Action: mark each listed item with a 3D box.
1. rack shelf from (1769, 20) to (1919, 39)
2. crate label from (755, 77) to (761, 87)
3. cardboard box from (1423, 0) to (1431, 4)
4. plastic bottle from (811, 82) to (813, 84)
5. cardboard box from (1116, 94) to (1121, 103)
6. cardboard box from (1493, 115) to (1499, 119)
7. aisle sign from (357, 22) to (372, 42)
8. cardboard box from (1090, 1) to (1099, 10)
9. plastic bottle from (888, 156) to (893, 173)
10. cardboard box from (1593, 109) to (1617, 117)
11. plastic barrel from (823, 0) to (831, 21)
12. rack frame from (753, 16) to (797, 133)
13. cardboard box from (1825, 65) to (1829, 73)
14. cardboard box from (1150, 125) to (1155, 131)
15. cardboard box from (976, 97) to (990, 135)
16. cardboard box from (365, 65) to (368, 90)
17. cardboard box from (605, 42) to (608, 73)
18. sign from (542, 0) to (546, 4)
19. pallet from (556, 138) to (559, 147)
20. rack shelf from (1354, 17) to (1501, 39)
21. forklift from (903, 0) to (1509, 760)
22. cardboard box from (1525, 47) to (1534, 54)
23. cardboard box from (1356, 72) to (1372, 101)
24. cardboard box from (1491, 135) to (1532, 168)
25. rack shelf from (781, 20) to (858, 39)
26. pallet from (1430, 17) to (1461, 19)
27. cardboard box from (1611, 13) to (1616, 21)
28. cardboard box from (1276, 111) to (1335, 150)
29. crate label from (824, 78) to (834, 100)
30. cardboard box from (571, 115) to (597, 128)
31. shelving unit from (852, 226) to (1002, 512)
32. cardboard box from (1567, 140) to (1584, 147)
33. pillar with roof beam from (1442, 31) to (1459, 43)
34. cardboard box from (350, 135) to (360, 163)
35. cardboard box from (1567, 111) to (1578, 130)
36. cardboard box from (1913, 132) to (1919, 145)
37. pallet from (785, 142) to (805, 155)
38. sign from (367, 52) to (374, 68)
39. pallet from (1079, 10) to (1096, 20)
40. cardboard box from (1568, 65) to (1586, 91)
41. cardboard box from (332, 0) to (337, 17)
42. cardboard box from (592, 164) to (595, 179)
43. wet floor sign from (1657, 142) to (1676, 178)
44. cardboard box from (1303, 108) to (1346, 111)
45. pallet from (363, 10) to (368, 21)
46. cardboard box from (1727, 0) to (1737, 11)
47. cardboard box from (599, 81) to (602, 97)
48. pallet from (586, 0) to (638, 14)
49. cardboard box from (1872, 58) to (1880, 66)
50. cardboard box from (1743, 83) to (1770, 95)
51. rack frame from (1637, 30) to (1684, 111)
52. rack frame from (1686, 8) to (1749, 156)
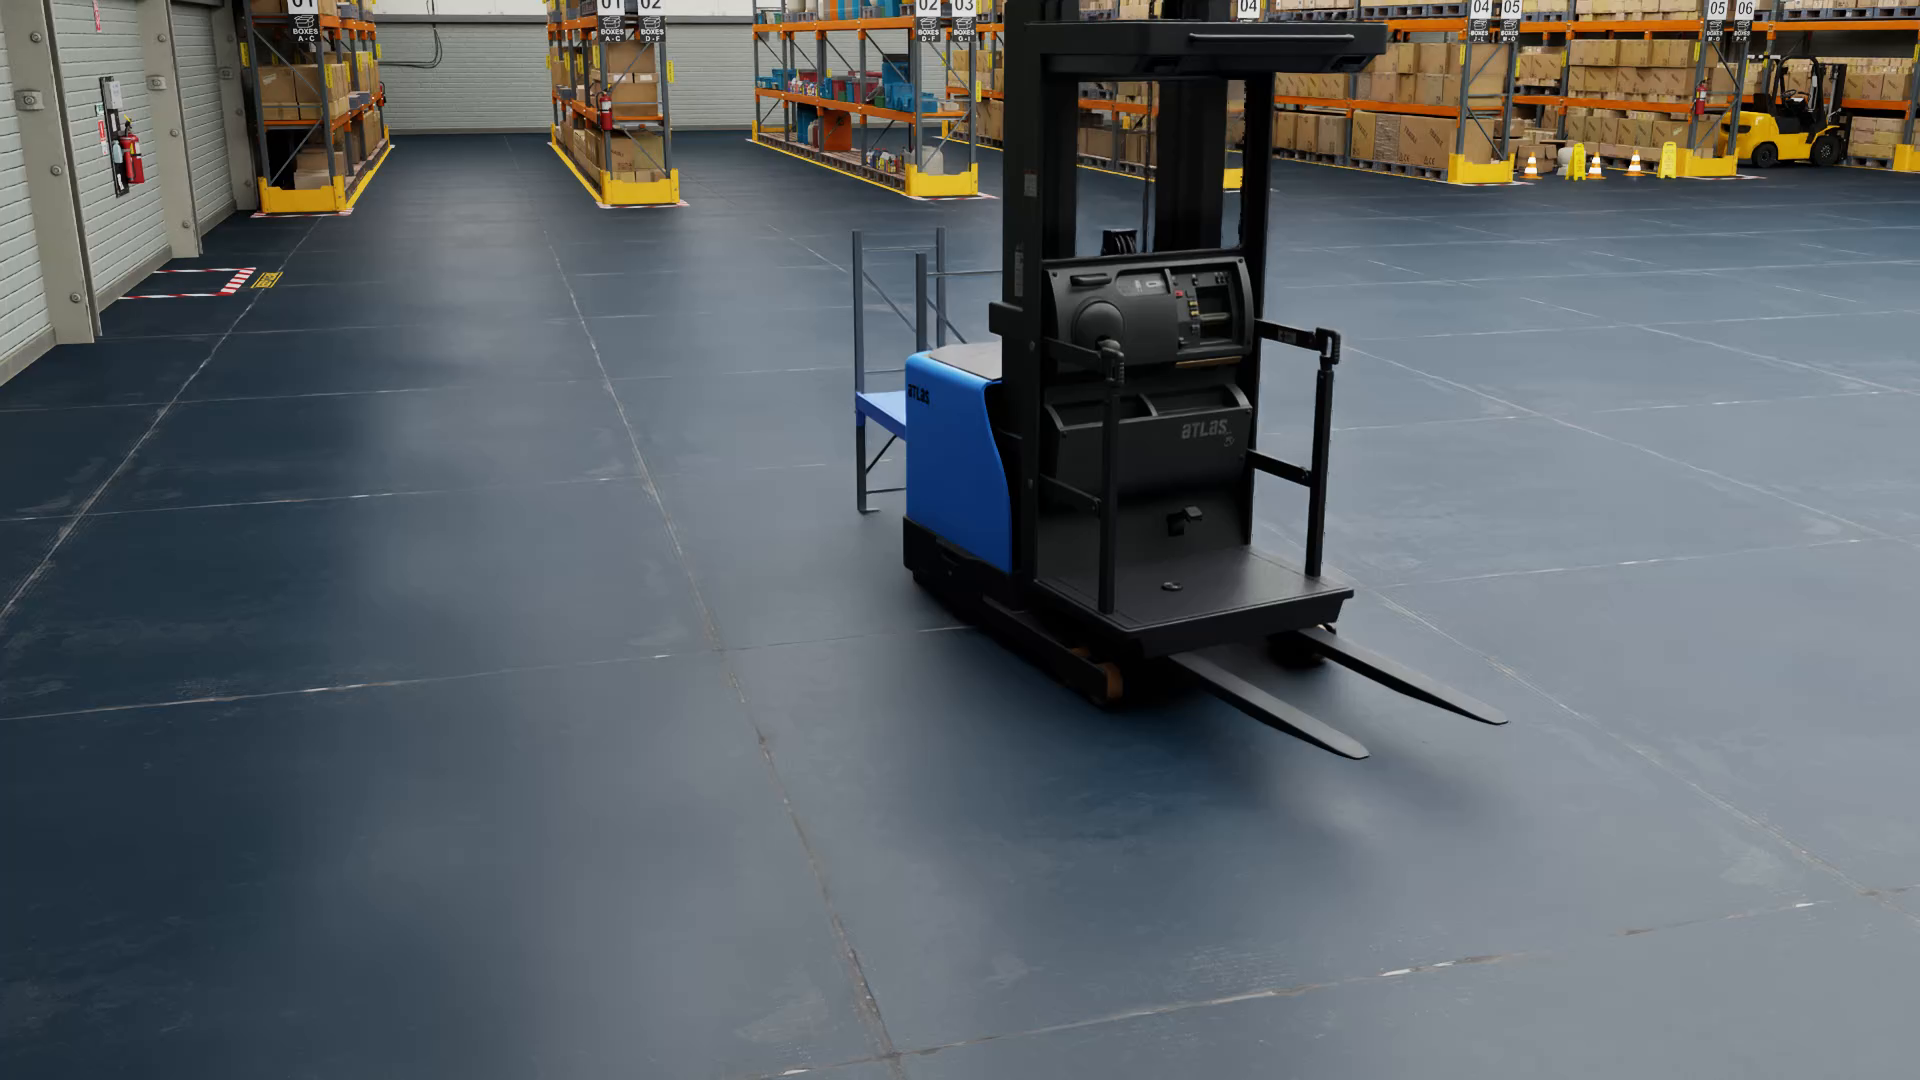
[{"bbox_3d":[18.277,-10.327,33.654,1.077,0.370,4.000,-5,17,-15],"label":"rack shelf"},{"bbox_3d":[-4.882,-11.393,41.354,0.416,0.233,0.303,-5,17,-15],"label":"crate label"},{"bbox_3d":[8.626,-9.781,30.119,0.380,0.149,0.250,-5,17,-16],"label":"cardboard box"},{"bbox_3d":[-3.182,-9.727,35.823,0.061,0.283,0.133,-5,17,-15],"label":"plastic bottle"},{"bbox_3d":[3.197,-8.408,31.665,0.380,0.149,0.250,-5,17,-15],"label":"cardboard box"},{"bbox_3d":[14.753,-11.541,45.275,0.500,0.500,0.500,-4,17,-14],"label":"cardboard box"},{"bbox_3d":[-13.890,-12.044,38.816,0.394,0.787,0.004,-5,17,-15],"label":"aisle sign"},{"bbox_3d":[2.816,-10.648,33.148,0.380,0.166,0.250,-5,17,-17],"label":"cardboard box"},{"bbox_3d":[-1.212,-6.527,28.925,0.061,0.283,0.133,-4,17,-14],"label":"plastic bottle"},{"bbox_3d":[12.978,-8.583,33.430,0.380,0.149,0.250,-4,17,-13],"label":"cardboard box"},{"bbox_3d":[-2.417,-10.758,32.968,0.600,0.901,0.600,0,17,0],"label":"plastic barrel"},{"bbox_3d":[-4.633,-11.539,41.652,1.000,3.000,0.127,-5,17,-15],"label":"rack frame"},{"bbox_3d":[17.886,-9.681,34.167,0.380,0.149,0.250,-5,18,-17],"label":"cardboard box"},{"bbox_3d":[5.099,-10.608,42.779,0.380,0.149,0.250,-6,18,-18],"label":"cardboard box"},{"bbox_3d":[0.877,-10.446,40.975,0.875,0.875,0.875,-5,17,-15],"label":"cardboard box"},{"bbox_3d":[-12.410,-9.462,34.011,0.500,0.500,0.500,-5,17,-15],"label":"cardboard box"},{"bbox_3d":[-5.280,-7.682,26.382,0.700,0.500,0.500,-5,17,-17],"label":"cardboard box"},{"bbox_3d":[-9.918,-12.961,39.652,0.100,0.325,0.005,-5,17,-15],"label":"sign"},{"bbox_3d":[-9.156,-9.571,39.949,1.003,0.211,1.213,-5,17,-15],"label":"pallet"},{"bbox_3d":[8.774,-9.514,30.948,1.077,0.370,4.000,-5,17,-15],"label":"rack shelf"},{"bbox_3d":[0.865,-0.918,6.413,1.130,2.935,3.031,-9,19,-26],"label":"forklift"},{"bbox_3d":[12.312,-10.470,35.546,0.380,0.149,0.250,-5,18,-18],"label":"cardboard box"},{"bbox_3d":[8.337,-8.946,32.760,0.875,0.550,0.550,-5,17,-15],"label":"cardboard box"},{"bbox_3d":[10.873,-7.701,32.980,0.797,0.637,0.503,-5,17,-15],"label":"cardboard box"},{"bbox_3d":[-2.984,-10.971,35.799,1.077,0.370,4.000,-5,17,-15],"label":"rack shelf"},{"bbox_3d":[11.628,-12.021,38.372,1.213,0.211,1.003,-4,17,-13],"label":"pallet"},{"bbox_3d":[13.091,-10.322,32.822,0.380,0.149,0.250,-5,18,-17],"label":"cardboard box"},{"bbox_3d":[7.449,-8.788,35.676,1.050,0.750,0.750,-4,17,-14],"label":"cardboard box"},{"bbox_3d":[-2.421,-9.047,33.294,0.502,0.435,0.616,-5,17,-15],"label":"crate label"},{"bbox_3d":[-7.700,-8.564,34.024,0.500,0.250,0.500,-4,17,-13],"label":"cardboard box"},{"bbox_3d":[-0.139,-0.758,8.369,0.538,1.500,1.048,-6,18,-19],"label":"shelving unit"},{"bbox_3d":[12.858,-8.094,34.235,0.500,0.250,0.500,-6,18,-18],"label":"cardboard box"},{"bbox_3d":[10.416,-16.457,47.598,9.100,9.000,0.400,-5,17,-15],"label":"pillar with roof beam"},{"bbox_3d":[-11.712,-7.361,31.325,0.700,0.500,0.500,-4,17,-14],"label":"cardboard box"},{"bbox_3d":[15.734,-10.569,42.037,0.500,0.500,0.500,-5,17,-17],"label":"cardboard box"},{"bbox_3d":[18.897,-7.952,32.891,0.500,0.250,0.500,-4,17,-14],"label":"cardboard box"},{"bbox_3d":[-3.362,-8.880,37.649,1.003,0.211,1.213,-5,17,-15],"label":"pallet"},{"bbox_3d":[-12.540,-10.212,35.358,0.100,0.325,0.005,-5,17,-15],"label":"sign"},{"bbox_3d":[3.072,-10.424,33.052,1.213,0.211,1.003,-5,17,-15],"label":"pallet"},{"bbox_3d":[12.809,-9.441,33.978,0.500,0.500,0.500,-5,17,-15],"label":"cardboard box"},{"bbox_3d":[-10.483,-8.810,27.144,0.500,0.500,0.500,-4,17,-14],"label":"cardboard box"},{"bbox_3d":[-5.855,-6.146,27.748,0.500,0.250,0.500,-5,17,-15],"label":"cardboard box"},{"bbox_3d":[13.078,-7.024,30.713,0.267,0.644,0.232,1,17,4],"label":"wet floor sign"},{"bbox_3d":[9.935,-11.513,45.291,0.875,0.438,0.875,-5,18,-17],"label":"cardboard box"},{"bbox_3d":[-13.274,-11.271,35.699,1.003,0.211,1.213,-5,17,-15],"label":"pallet"},{"bbox_3d":[14.173,-9.956,30.911,0.500,0.250,0.500,-5,17,-16],"label":"cardboard box"},{"bbox_3d":[-5.685,-7.470,27.933,0.700,0.500,0.500,-4,17,-14],"label":"cardboard box"},{"bbox_3d":[-5.508,-8.653,26.983,1.003,0.211,1.213,-5,17,-15],"label":"pallet"},{"bbox_3d":[18.333,-9.476,32.966,0.380,0.149,0.250,-5,17,-15],"label":"cardboard box"},{"bbox_3d":[17.337,-9.835,36.241,0.500,0.250,0.500,-4,17,-14],"label":"cardboard box"},{"bbox_3d":[16.628,-10.895,39.507,1.000,3.000,0.127,-5,17,-15],"label":"rack frame"},{"bbox_3d":[14.055,-8.288,30.831,1.000,3.000,0.127,-5,17,-15],"label":"rack frame"}]
